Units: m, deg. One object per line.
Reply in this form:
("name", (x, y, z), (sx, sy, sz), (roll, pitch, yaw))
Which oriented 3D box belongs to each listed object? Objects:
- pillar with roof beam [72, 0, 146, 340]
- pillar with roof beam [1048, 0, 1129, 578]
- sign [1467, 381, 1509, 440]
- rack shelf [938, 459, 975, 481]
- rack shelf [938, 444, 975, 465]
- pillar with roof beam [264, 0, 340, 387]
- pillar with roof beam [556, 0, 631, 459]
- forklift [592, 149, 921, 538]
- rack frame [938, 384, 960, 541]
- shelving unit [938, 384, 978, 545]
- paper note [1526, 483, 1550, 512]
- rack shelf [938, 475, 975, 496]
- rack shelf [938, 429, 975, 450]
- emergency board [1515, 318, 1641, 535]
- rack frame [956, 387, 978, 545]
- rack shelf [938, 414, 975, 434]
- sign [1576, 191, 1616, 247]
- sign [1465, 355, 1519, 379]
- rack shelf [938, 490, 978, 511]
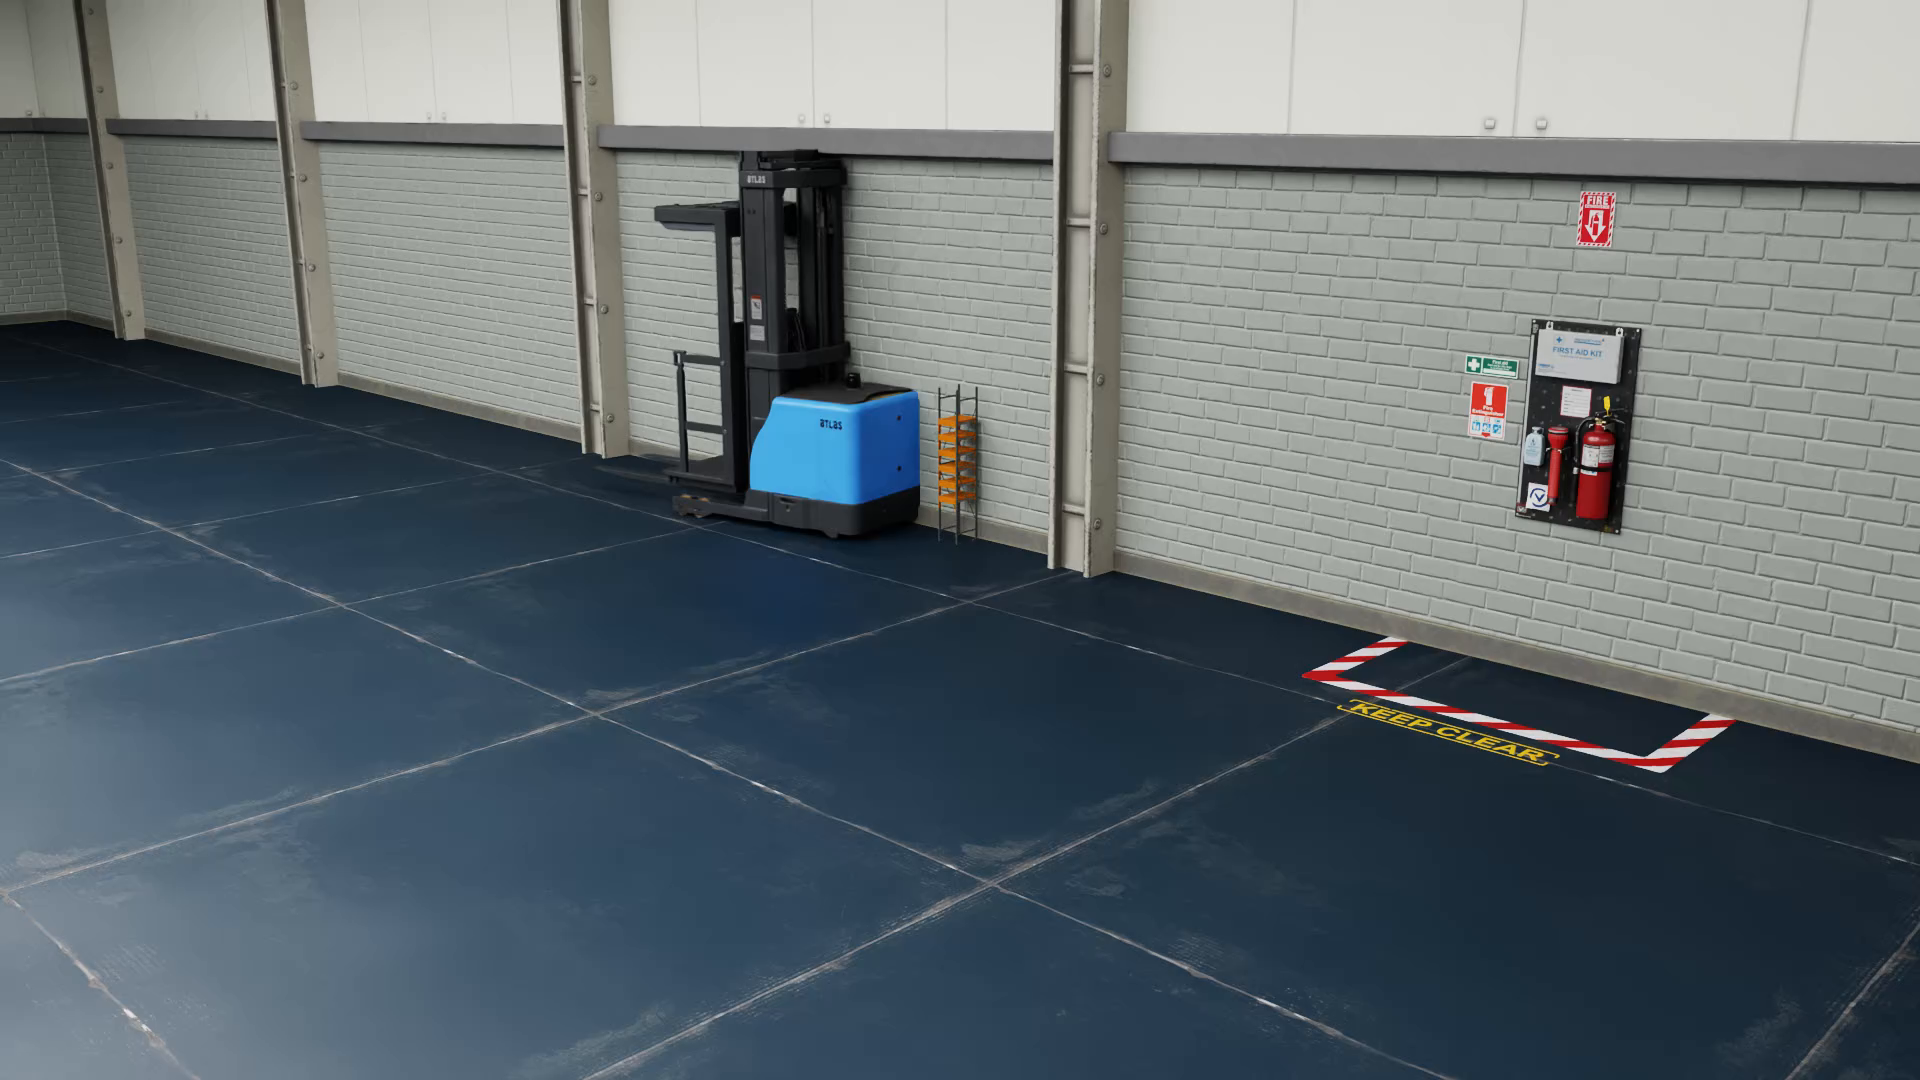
("pillar with roof beam", (-15.060, -6.515, 20.090), (0.400, 9.000, 9.100), (14, 20, 42))
("pillar with roof beam", (-2.102, -3.365, 8.000), (0.400, 9.000, 9.100), (14, 20, 42))
("sign", (3.127, -0.766, 9.850), (0.234, 0.329, 0.001), (14, 20, 42))
("rack shelf", (-0.015, -0.538, 12.794), (0.180, 0.103, 0.258), (13, 20, 41))
("rack shelf", (-0.015, -0.654, 12.764), (0.180, 0.103, 0.258), (13, 20, 41))
("pillar with roof beam", (-10.740, -5.465, 16.060), (0.400, 9.000, 9.100), (14, 20, 42))
("pillar with roof beam", (-6.421, -4.415, 12.030), (0.400, 9.000, 9.100), (14, 20, 42))
("forklift", (-1.764, -1.695, 13.626), (3.031, 2.935, 1.130), (10, 17, 33))
("rack frame", (-0.082, -0.597, 12.843), (0.006, 1.200, 0.240), (13, 20, 41))
("shelving unit", (-0.015, -0.581, 12.783), (0.189, 1.200, 0.258), (13, 20, 41))
("paper note", (3.374, -0.250, 9.690), (0.142, 0.148, 0.016), (14, 20, 42))
("rack shelf", (-0.015, -0.422, 12.824), (0.180, 0.103, 0.258), (13, 20, 41))
("rack shelf", (-0.015, -0.770, 12.733), (0.180, 0.103, 0.258), (13, 20, 41))
("emergency board", (3.453, -0.633, 9.411), (0.643, 1.169, 0.194), (14, 20, 42))
("rack frame", (0.052, -0.565, 12.722), (0.006, 1.200, 0.240), (13, 20, 41))
("rack shelf", (-0.015, -0.886, 12.703), (0.180, 0.103, 0.258), (13, 20, 41))
("sign", (3.516, -1.774, 9.194), (0.199, 0.298, 0.001), (14, 20, 42))
("sign", (3.124, -1.020, 9.774), (0.331, 0.109, 0.001), (14, 20, 42))
("rack shelf", (-0.015, -0.306, 12.854), (0.180, 0.103, 0.258), (13, 20, 41))
